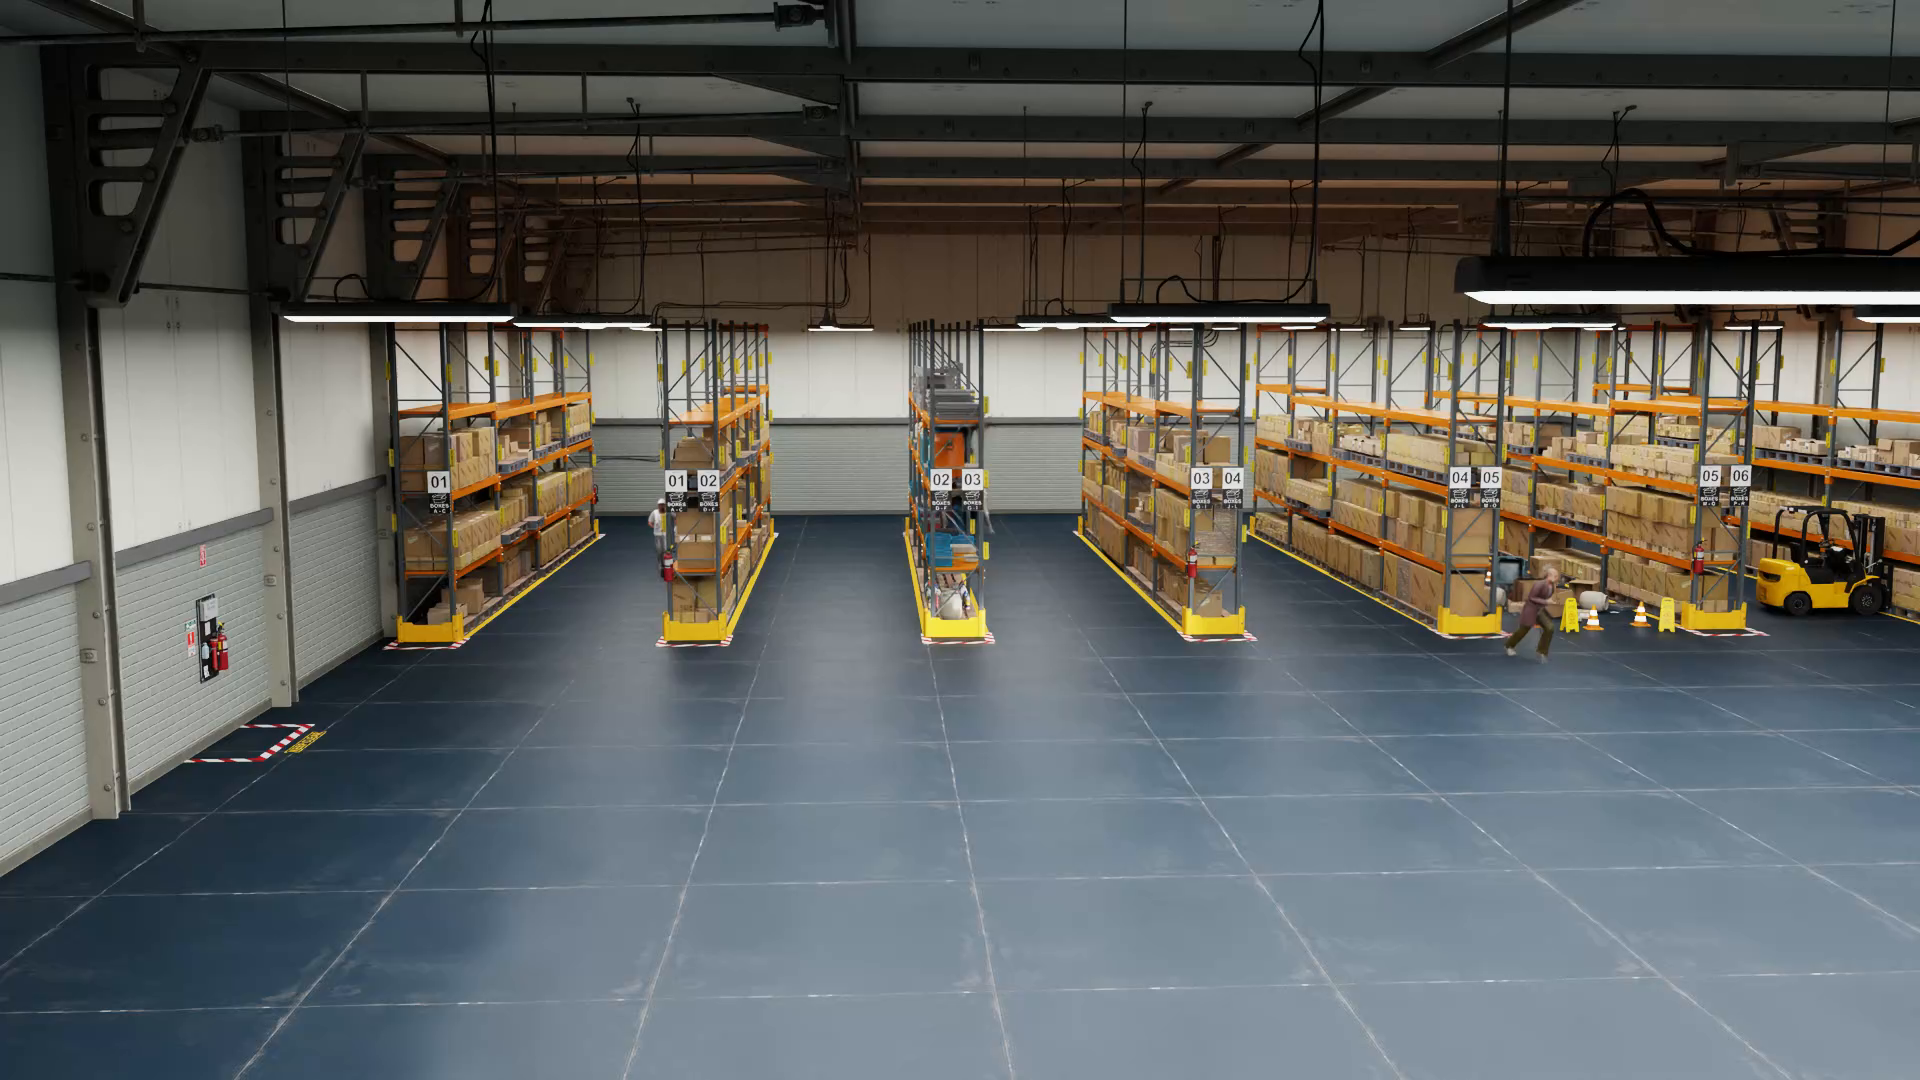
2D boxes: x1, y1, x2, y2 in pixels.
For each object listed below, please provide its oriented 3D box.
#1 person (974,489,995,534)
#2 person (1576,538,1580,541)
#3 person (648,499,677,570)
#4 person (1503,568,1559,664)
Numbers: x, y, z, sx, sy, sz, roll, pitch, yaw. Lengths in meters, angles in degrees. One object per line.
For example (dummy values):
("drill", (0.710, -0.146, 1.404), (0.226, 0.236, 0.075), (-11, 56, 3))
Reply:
("person", (0.524, -1.070, 47.671), (0.684, 1.736, 1.002), (-4, 8, -29))
("person", (16.480, -0.557, 44.808), (0.551, 1.576, 0.767), (-2, 7, -17))
("person", (-7.126, -0.083, 39.885), (0.703, 1.832, 0.850), (-1, 7, -9))
("person", (10.062, 1.319, 29.229), (0.753, 1.737, 1.072), (-6, 9, -38))
